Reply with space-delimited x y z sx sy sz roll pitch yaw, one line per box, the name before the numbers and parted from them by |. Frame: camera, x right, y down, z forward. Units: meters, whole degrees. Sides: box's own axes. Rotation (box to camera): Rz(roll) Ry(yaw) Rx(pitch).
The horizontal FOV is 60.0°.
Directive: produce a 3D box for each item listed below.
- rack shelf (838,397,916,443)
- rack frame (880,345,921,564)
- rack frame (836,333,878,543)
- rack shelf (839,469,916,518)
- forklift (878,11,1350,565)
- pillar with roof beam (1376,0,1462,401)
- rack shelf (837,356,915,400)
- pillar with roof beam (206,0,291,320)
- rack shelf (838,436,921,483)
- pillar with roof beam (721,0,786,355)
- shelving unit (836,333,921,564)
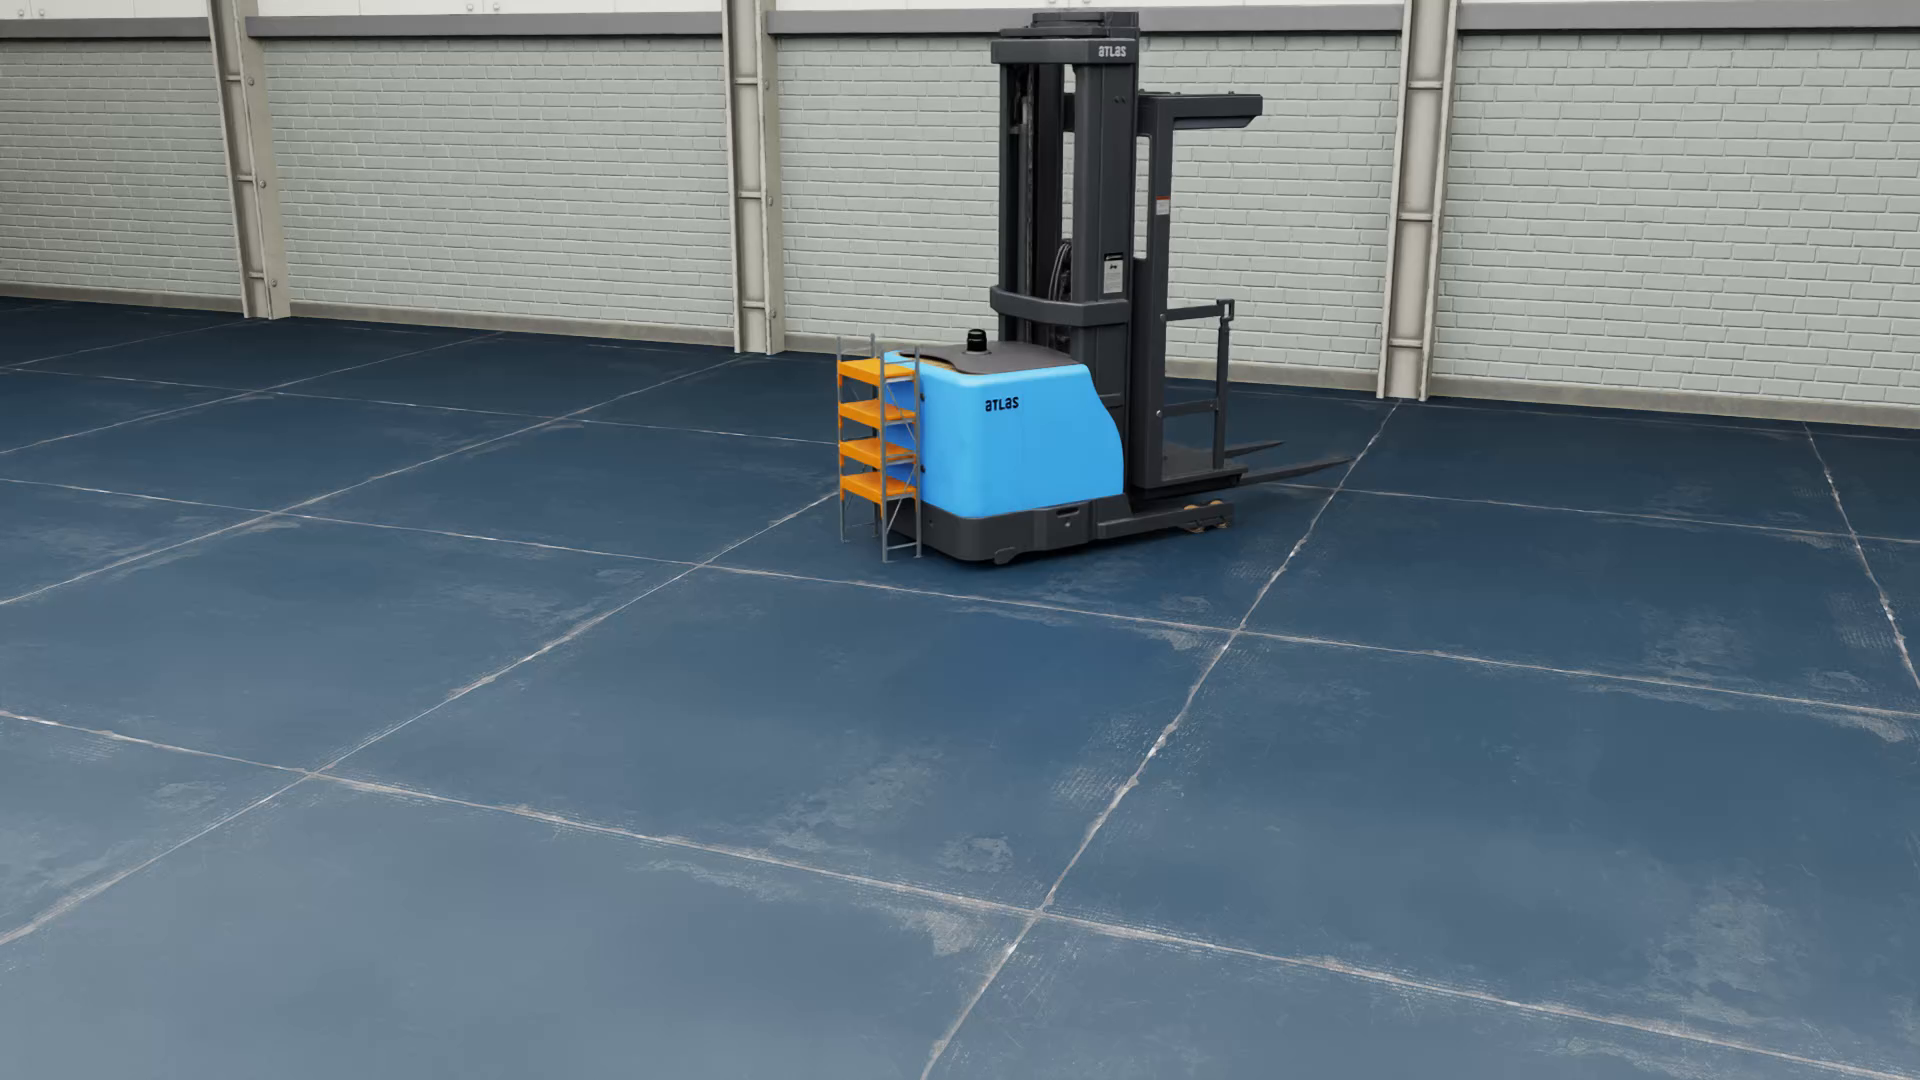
rack shelf | -0.455 -0.670 9.268 0.258 0.148 0.480 -10 19 -31
rack frame | -0.324 -0.462 9.114 0.240 1.200 0.015 -10 19 -31
rack frame | -0.585 -0.577 9.510 0.240 1.200 0.015 -10 19 -31
rack shelf | -0.454 -0.265 9.386 0.258 0.148 0.480 -10 19 -31
forklift | 1.038 -1.561 9.792 3.031 2.935 1.130 -10 19 -31
pillar with roof beam | 2.094 -4.398 8.681 0.400 9.000 9.100 6 17 21
rack shelf | -0.455 -0.897 9.202 0.258 0.148 0.480 -10 19 -31
pillar with roof beam | -9.069 -5.625 12.910 0.400 9.000 9.100 6 17 21
rack shelf | -0.454 -0.455 9.331 0.258 0.148 0.480 -10 19 -31
pillar with roof beam | -3.488 -5.012 10.796 0.400 9.000 9.100 6 17 21
shelving unit | -0.454 -0.520 9.312 0.258 1.200 0.503 -10 19 -31
